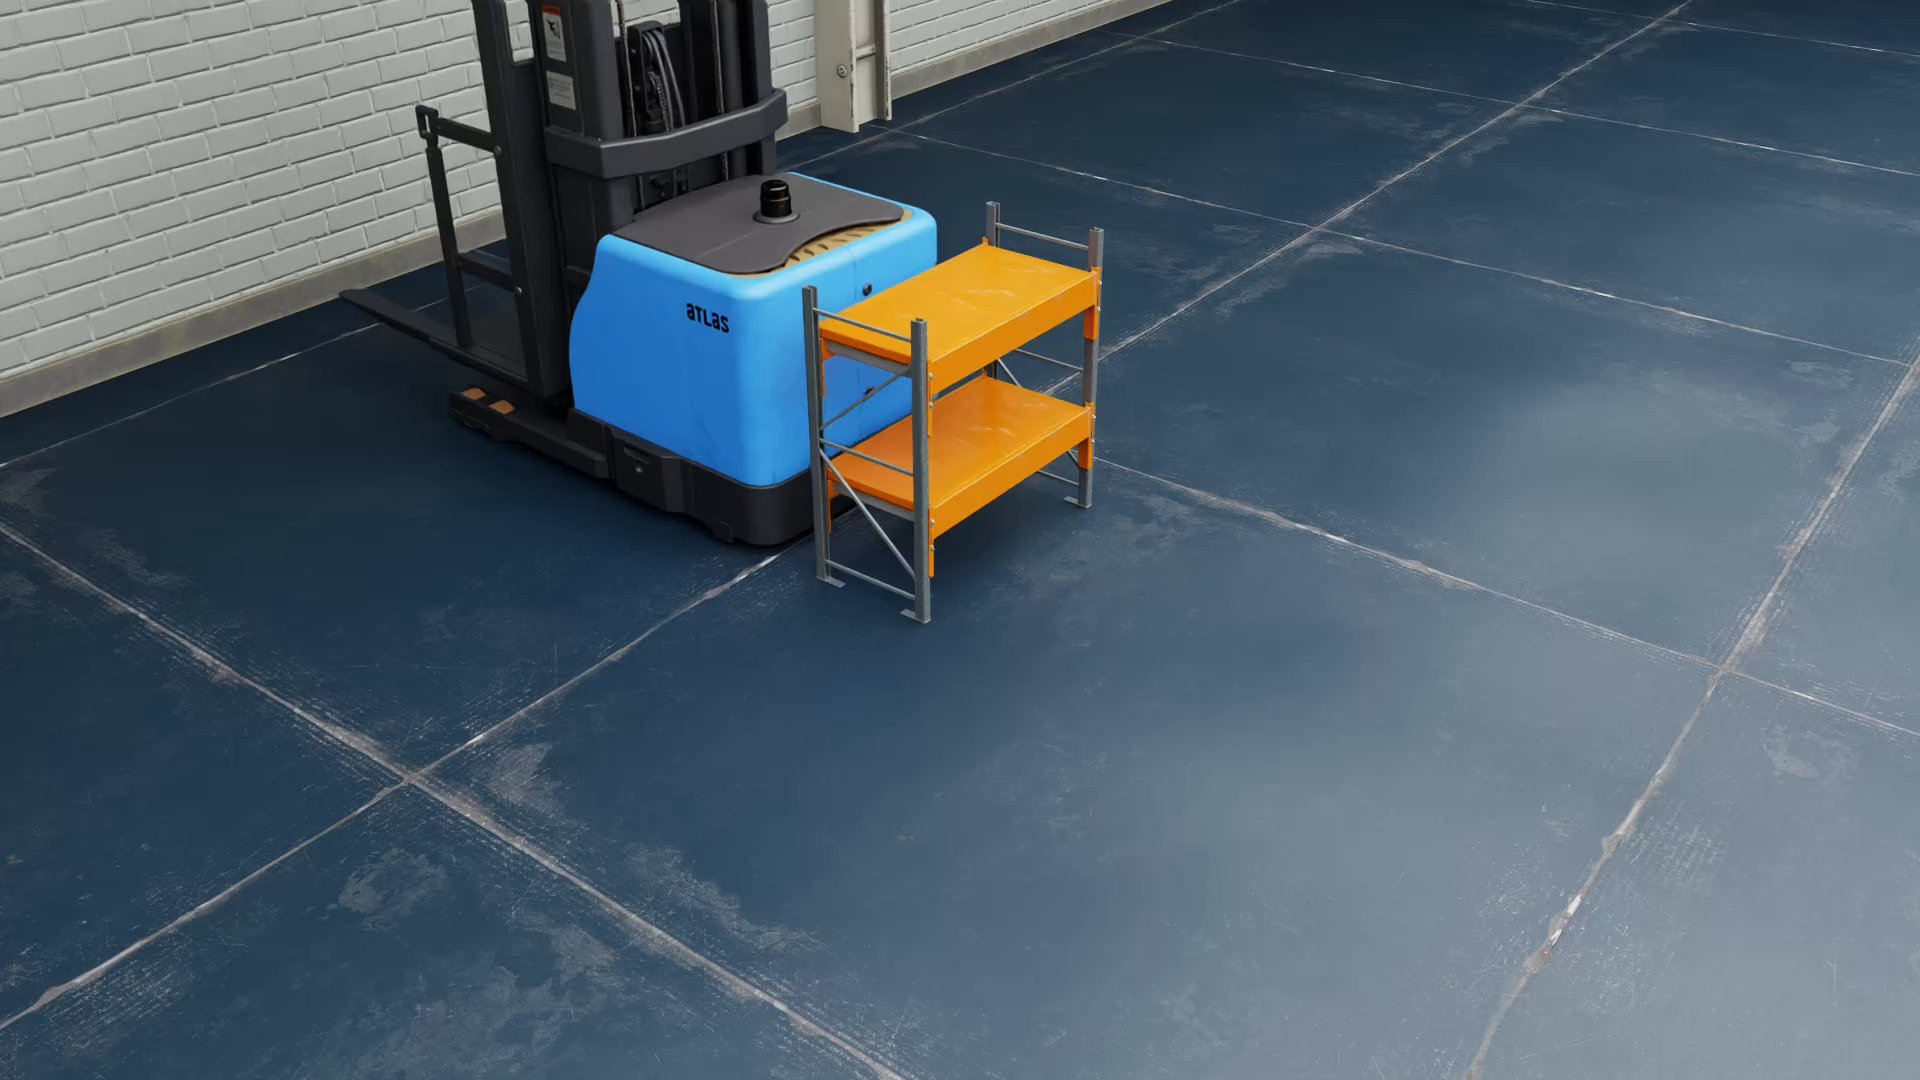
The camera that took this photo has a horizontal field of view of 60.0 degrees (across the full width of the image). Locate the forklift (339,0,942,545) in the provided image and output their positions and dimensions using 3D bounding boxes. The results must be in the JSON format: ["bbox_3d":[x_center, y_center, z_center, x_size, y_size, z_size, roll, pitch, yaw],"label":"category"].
[{"bbox_3d":[-1.527,-1.857,6.508,3.031,2.935,1.130,23,38,34],"label":"forklift"}]

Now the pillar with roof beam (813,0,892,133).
[{"bbox_3d":[2.747,-5.281,6.334,9.100,9.000,0.400,21,37,31],"label":"pillar with roof beam"}]

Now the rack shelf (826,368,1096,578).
[{"bbox_3d":[-0.004,-0.271,6.083,0.538,0.278,1.000,21,37,31],"label":"rack shelf"}]

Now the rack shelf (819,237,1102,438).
[{"bbox_3d":[-0.004,-0.733,5.809,0.538,0.278,1.000,21,37,31],"label":"rack shelf"}]

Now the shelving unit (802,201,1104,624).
[{"bbox_3d":[-0.004,-0.481,5.959,0.538,1.125,1.048,21,37,31],"label":"shelving unit"}]

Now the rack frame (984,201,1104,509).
[{"bbox_3d":[0.303,-0.688,6.307,0.500,1.125,0.032,21,37,31],"label":"rack frame"}]

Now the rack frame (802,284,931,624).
[{"bbox_3d":[-0.311,-0.275,5.610,0.500,1.125,0.032,21,37,31],"label":"rack frame"}]
